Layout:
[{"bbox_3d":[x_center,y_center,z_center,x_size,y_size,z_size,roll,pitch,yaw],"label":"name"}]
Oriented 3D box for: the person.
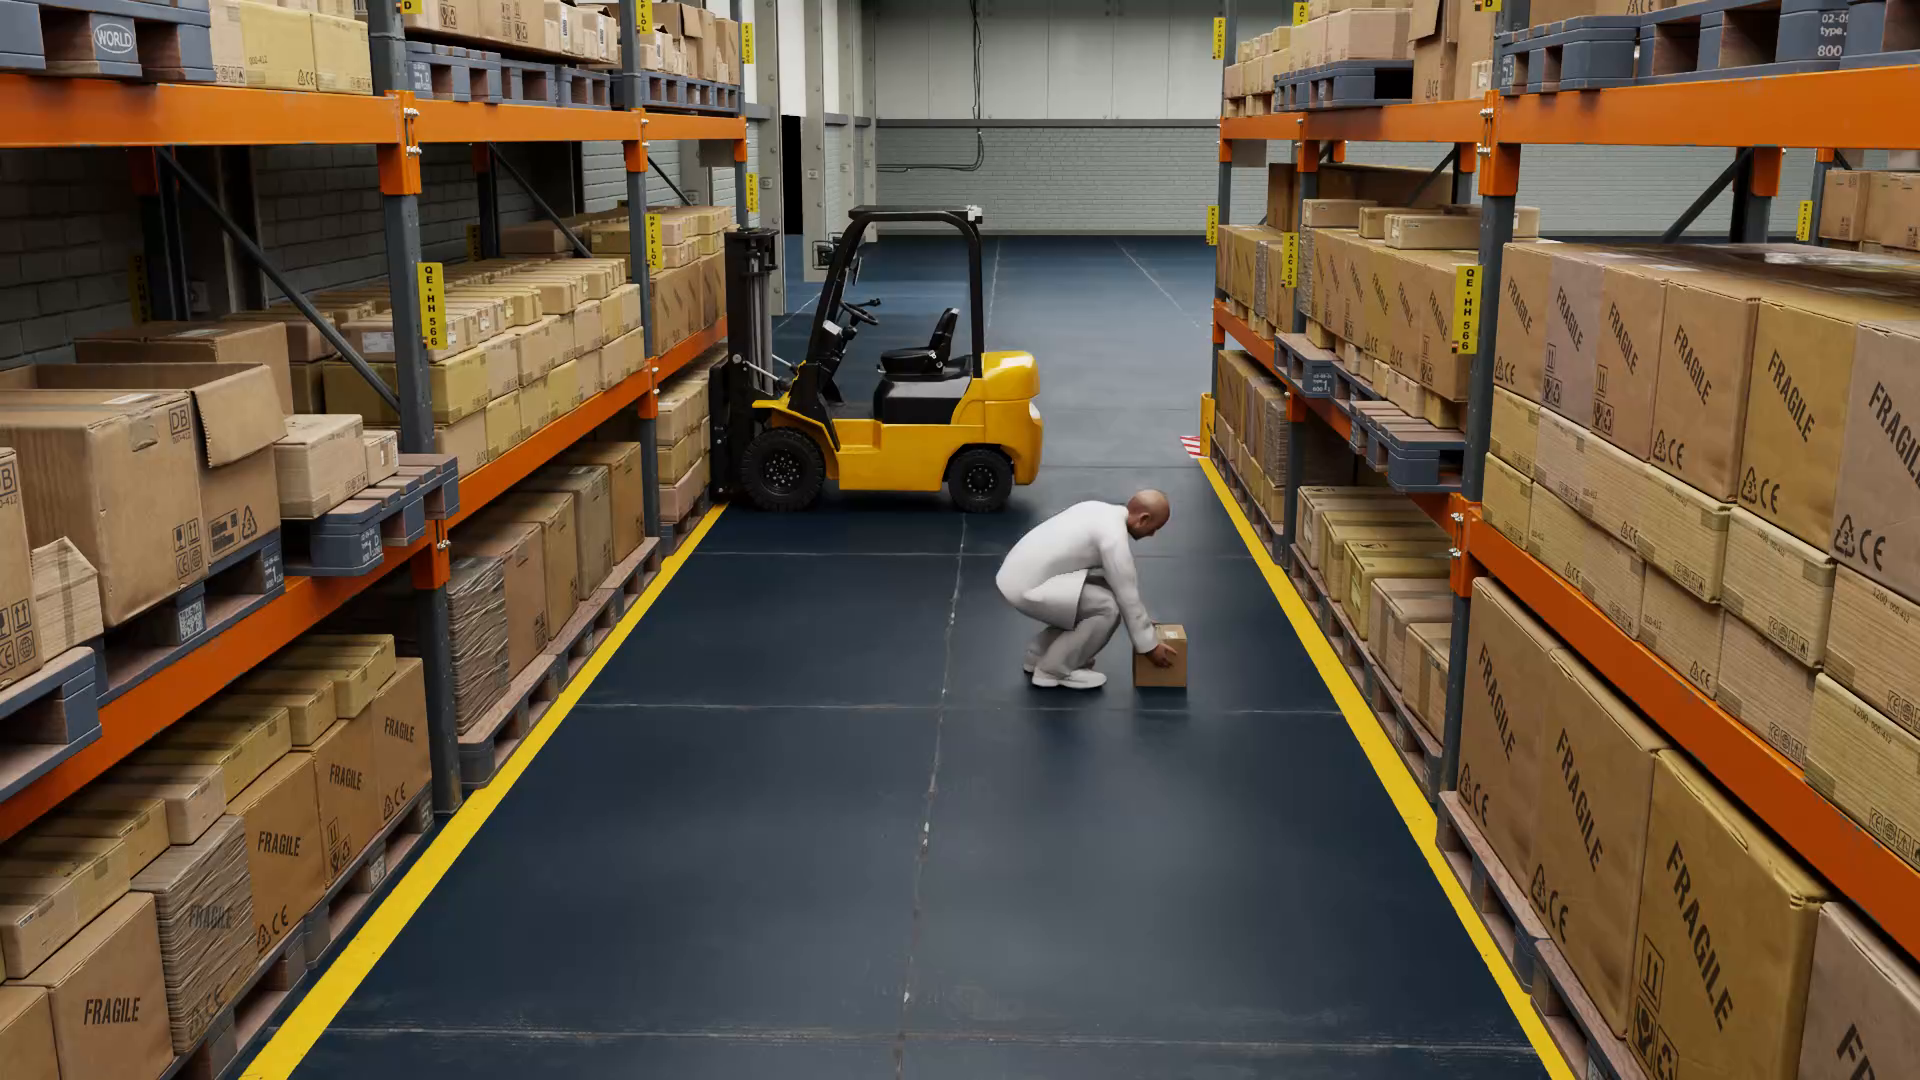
[{"bbox_3d":[0.628,0.229,8.311,0.903,0.964,0.606,0,14,1],"label":"person"}]
